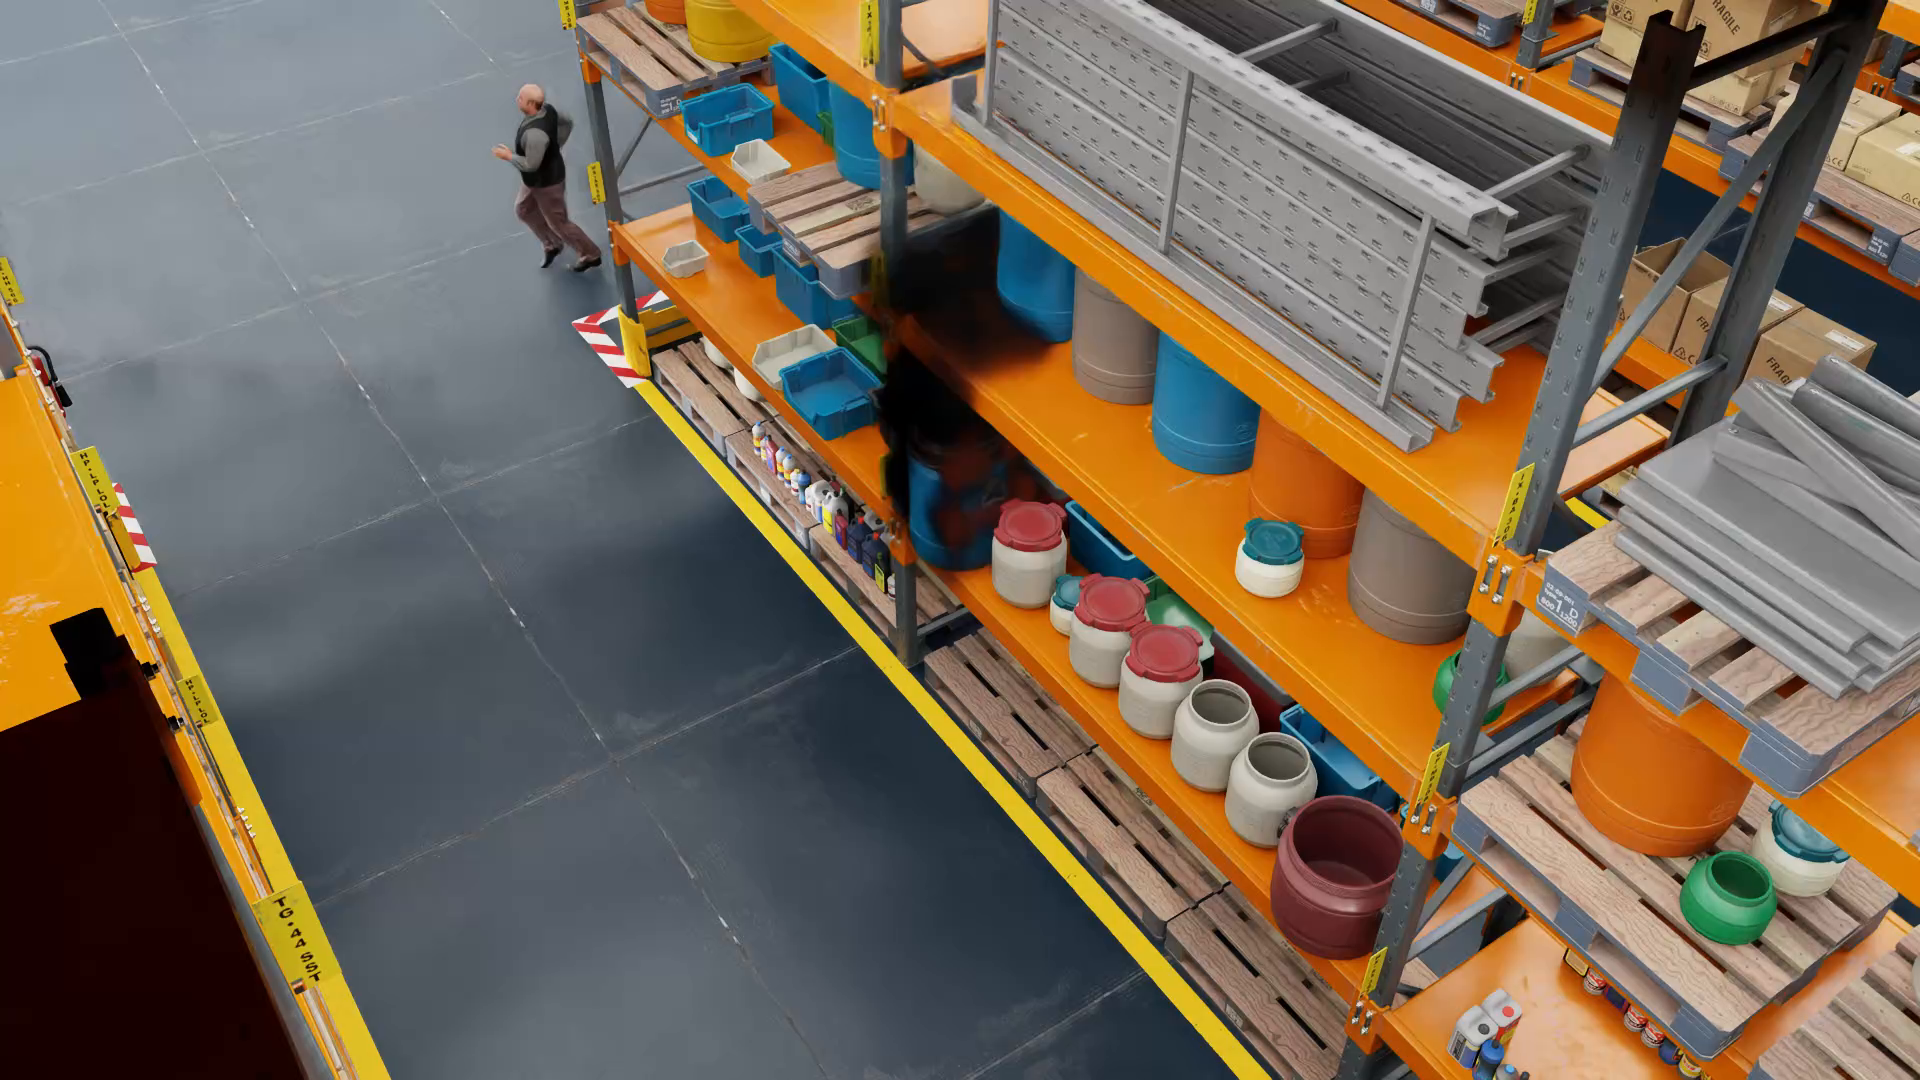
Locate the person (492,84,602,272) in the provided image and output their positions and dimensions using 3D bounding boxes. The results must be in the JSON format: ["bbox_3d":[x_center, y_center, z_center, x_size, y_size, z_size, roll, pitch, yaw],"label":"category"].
[{"bbox_3d":[-3.421,-2.946,13.704,0.732,1.764,0.628,-6,43,-7],"label":"person"}]
